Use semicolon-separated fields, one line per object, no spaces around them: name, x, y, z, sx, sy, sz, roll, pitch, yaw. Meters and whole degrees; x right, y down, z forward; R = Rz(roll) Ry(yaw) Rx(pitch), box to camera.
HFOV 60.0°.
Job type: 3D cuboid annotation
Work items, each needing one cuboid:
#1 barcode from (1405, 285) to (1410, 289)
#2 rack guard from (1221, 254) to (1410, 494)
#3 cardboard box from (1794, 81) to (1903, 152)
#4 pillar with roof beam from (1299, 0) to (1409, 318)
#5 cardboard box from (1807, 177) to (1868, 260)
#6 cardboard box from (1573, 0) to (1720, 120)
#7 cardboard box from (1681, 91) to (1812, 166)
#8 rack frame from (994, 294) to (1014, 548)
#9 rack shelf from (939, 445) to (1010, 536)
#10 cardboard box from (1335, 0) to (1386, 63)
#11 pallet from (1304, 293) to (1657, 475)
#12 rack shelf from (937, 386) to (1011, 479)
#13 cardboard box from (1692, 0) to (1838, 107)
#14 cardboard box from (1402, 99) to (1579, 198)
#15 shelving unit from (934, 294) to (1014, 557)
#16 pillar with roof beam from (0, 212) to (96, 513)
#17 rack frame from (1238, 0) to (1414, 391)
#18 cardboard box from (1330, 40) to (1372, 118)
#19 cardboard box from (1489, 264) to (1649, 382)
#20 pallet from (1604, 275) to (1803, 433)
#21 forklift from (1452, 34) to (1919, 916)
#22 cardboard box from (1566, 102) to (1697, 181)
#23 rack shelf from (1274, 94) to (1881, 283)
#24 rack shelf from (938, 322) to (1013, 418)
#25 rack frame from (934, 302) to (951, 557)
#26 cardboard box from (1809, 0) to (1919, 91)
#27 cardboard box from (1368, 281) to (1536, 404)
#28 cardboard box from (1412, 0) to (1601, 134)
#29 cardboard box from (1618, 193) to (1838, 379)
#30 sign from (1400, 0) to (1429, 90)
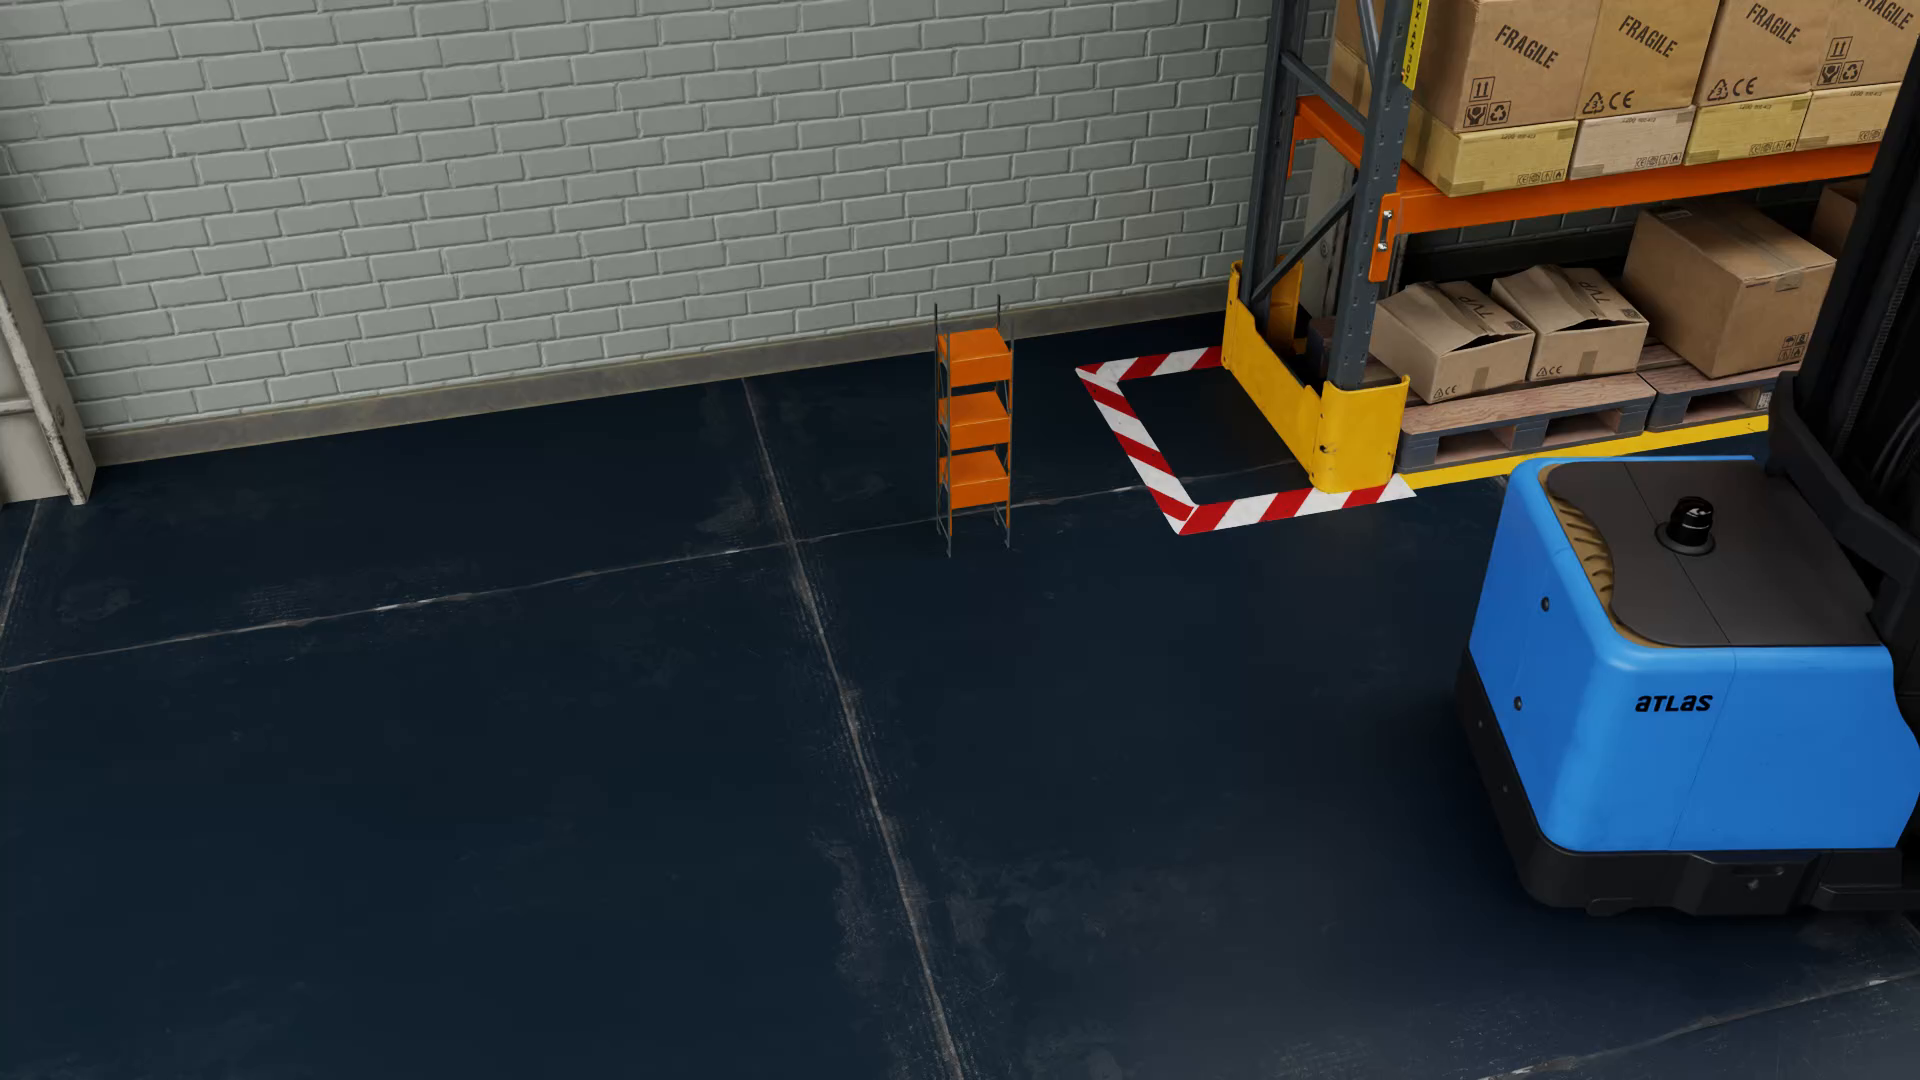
barcode;2.066;-1.140;7.615;0.075;0.075;0.001;-9;38;-12
rack guard;1.535;-0.755;7.325;0.348;0.500;1.175;-9;38;-12
cardboard box;3.495;-1.822;6.770;0.500;0.250;0.500;-9;38;-12
pillar with roof beam;3.034;-2.212;2.235;0.400;9.000;9.100;-9;38;-12
cardboard box;4.332;-1.363;7.759;0.500;0.500;0.500;-12;39;-15
cardboard box;2.480;-1.954;6.325;0.500;0.500;0.500;-9;38;-12
cardboard box;3.006;-1.743;6.667;0.500;0.250;0.500;-10;39;-13
rack frame;0.169;-0.445;6.467;0.008;1.050;0.200;-9;38;-12
rack shelf;0.052;-0.196;6.617;0.240;0.259;0.215;-9;38;-12
cardboard box;1.861;-2.181;6.622;0.500;0.500;0.500;-10;38;-12
pallet;2.328;-0.748;7.554;1.213;0.211;1.003;-9;38;-12
rack shelf;0.052;-0.417;6.449;0.240;0.259;0.215;-9;38;-12
cardboard box;2.981;-2.032;6.427;0.500;0.500;0.500;-11;39;-13
cardboard box;2.015;-1.575;6.447;0.500;0.250;0.500;-10;39;-13
shelving unit;0.052;-0.425;6.442;0.252;1.050;0.215;-9;38;-12
pillar with roof beam;-2.758;-1.261;0.992;0.400;9.000;9.100;-9;38;-12
rack frame;1.461;-1.736;6.550;0.127;3.000;1.000;-9;38;-12
cardboard box;1.862;-1.872;6.835;0.500;0.250;0.500;-9;38;-11
cardboard box;2.703;-0.990;7.426;0.500;0.311;0.500;-6;38;-8
pallet;3.504;-0.939;7.804;1.213;0.211;1.003;-9;38;-12
forklift;3.268;-0.303;4.734;3.031;2.935;1.130;-1;37;-1
cardboard box;2.513;-1.666;6.566;0.500;0.250;0.500;-10;39;-13
rack shelf;3.392;-1.767;7.183;4.000;0.370;1.077;-9;38;-12
rack shelf;0.052;-0.642;6.276;0.240;0.259;0.215;-9;38;-12
rack frame;-0.066;-0.406;6.417;0.008;1.050;0.200;-9;38;-12
cardboard box;3.476;-2.121;6.543;0.500;0.500;0.500;-8;38;-11
cardboard box;2.153;-0.899;7.308;0.500;0.311;0.500;-14;39;-17
cardboard box;2.001;-1.881;6.230;0.500;0.500;0.500;-9;38;-12
cardboard box;3.425;-1.152;7.482;0.500;0.500;0.700;-12;39;-15
sign;1.603;-1.761;5.871;0.005;0.325;0.100;-9;38;-12
